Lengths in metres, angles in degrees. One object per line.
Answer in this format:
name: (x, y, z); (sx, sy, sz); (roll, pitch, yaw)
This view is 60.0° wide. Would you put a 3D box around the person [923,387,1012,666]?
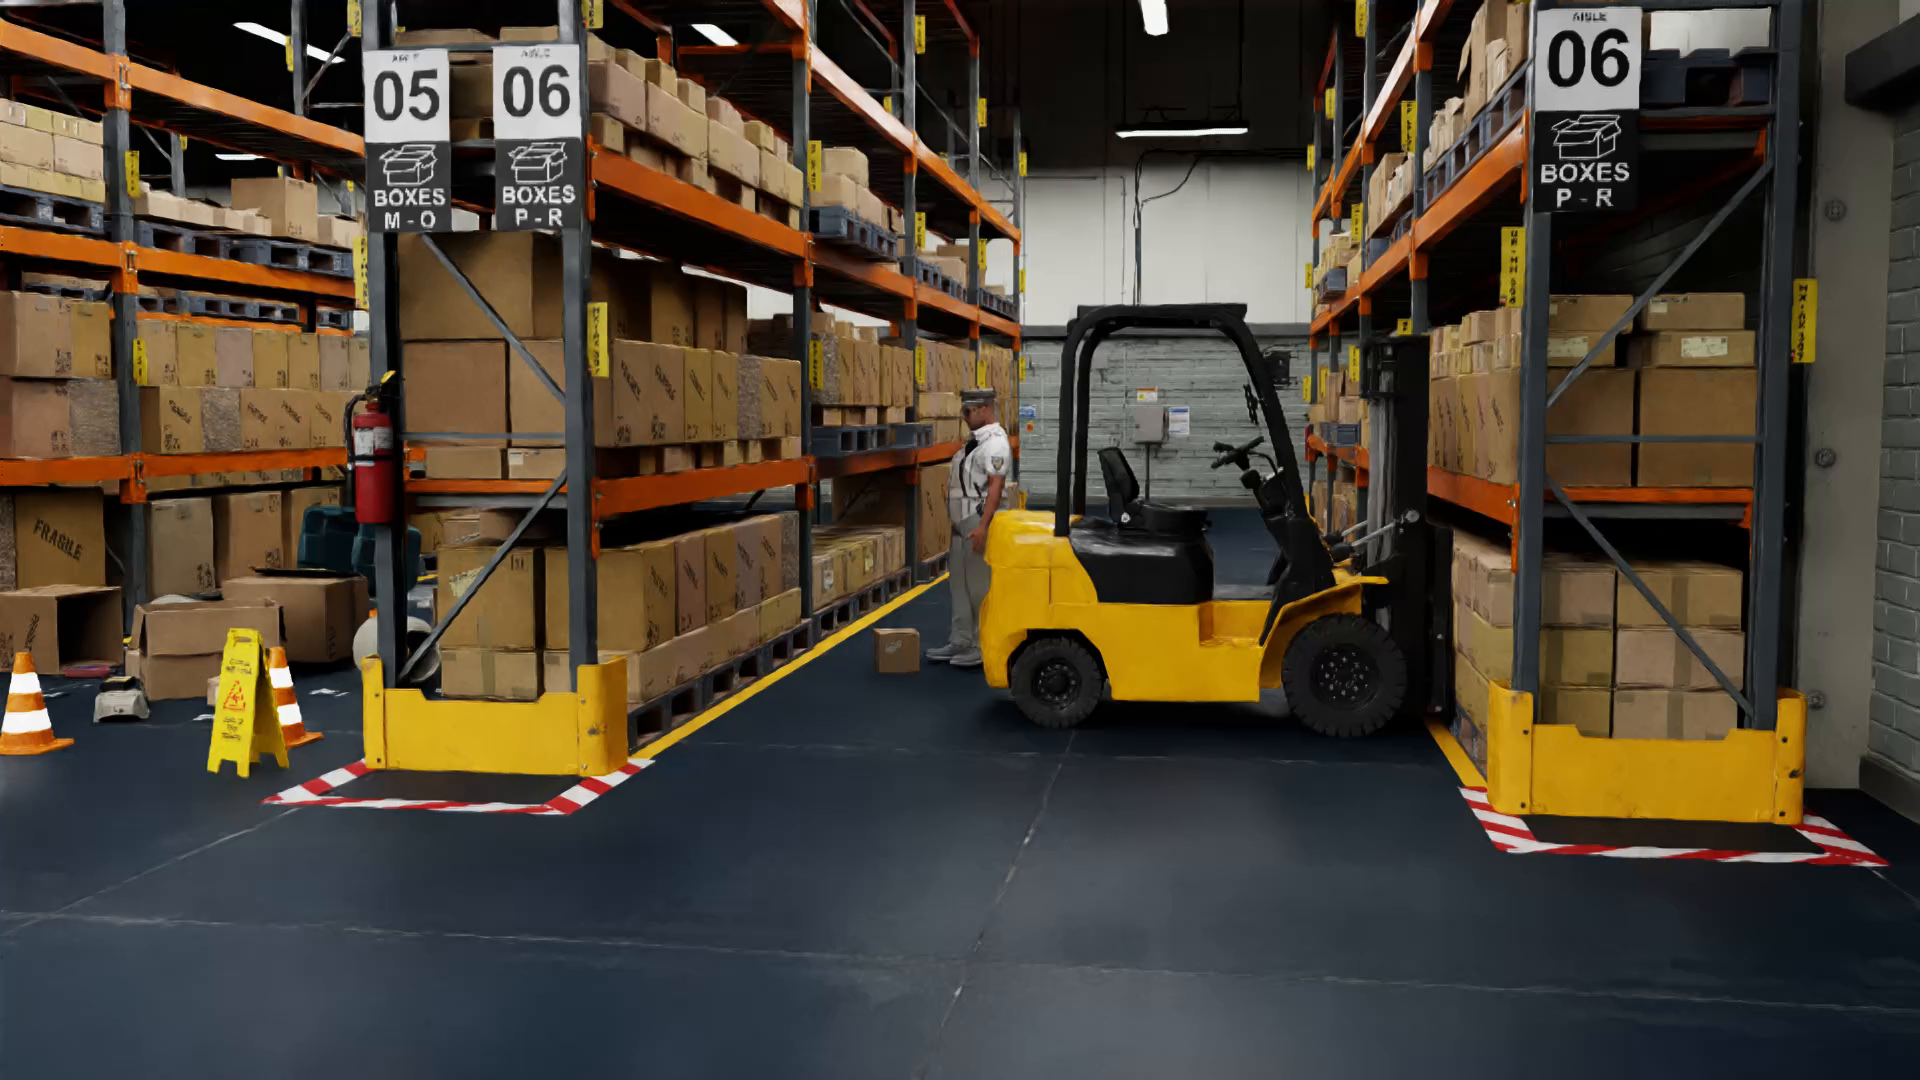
person: (0.057, -0.091, 10.556); (0.501, 1.748, 0.569); (-2, 5, -19)
